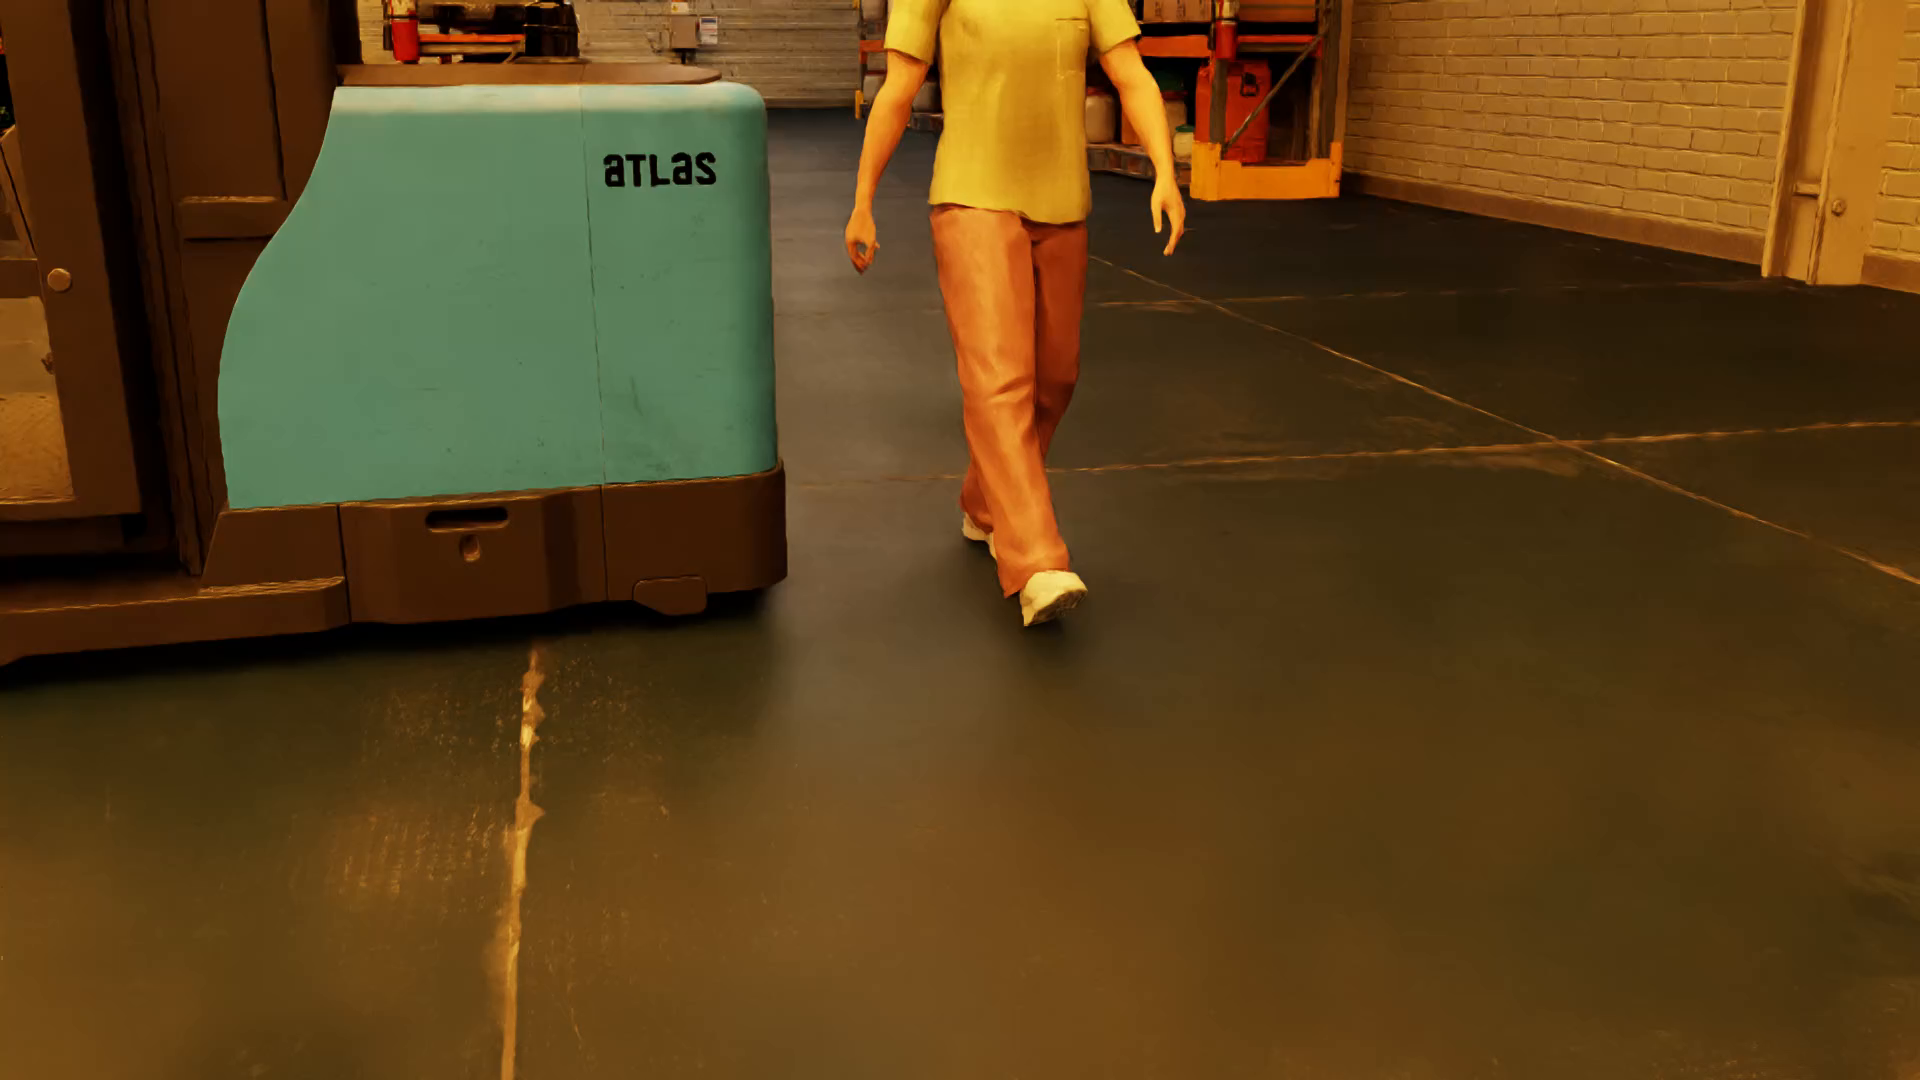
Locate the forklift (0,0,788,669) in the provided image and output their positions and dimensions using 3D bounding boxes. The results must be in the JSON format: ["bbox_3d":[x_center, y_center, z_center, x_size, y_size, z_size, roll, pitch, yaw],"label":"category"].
[{"bbox_3d":[-1.940,-1.270,3.143,3.031,2.935,1.130,-4,17,-15],"label":"forklift"}]

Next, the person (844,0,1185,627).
[{"bbox_3d":[0.120,-0.661,3.408,0.603,1.622,0.890,-8,18,-26],"label":"person"}]
